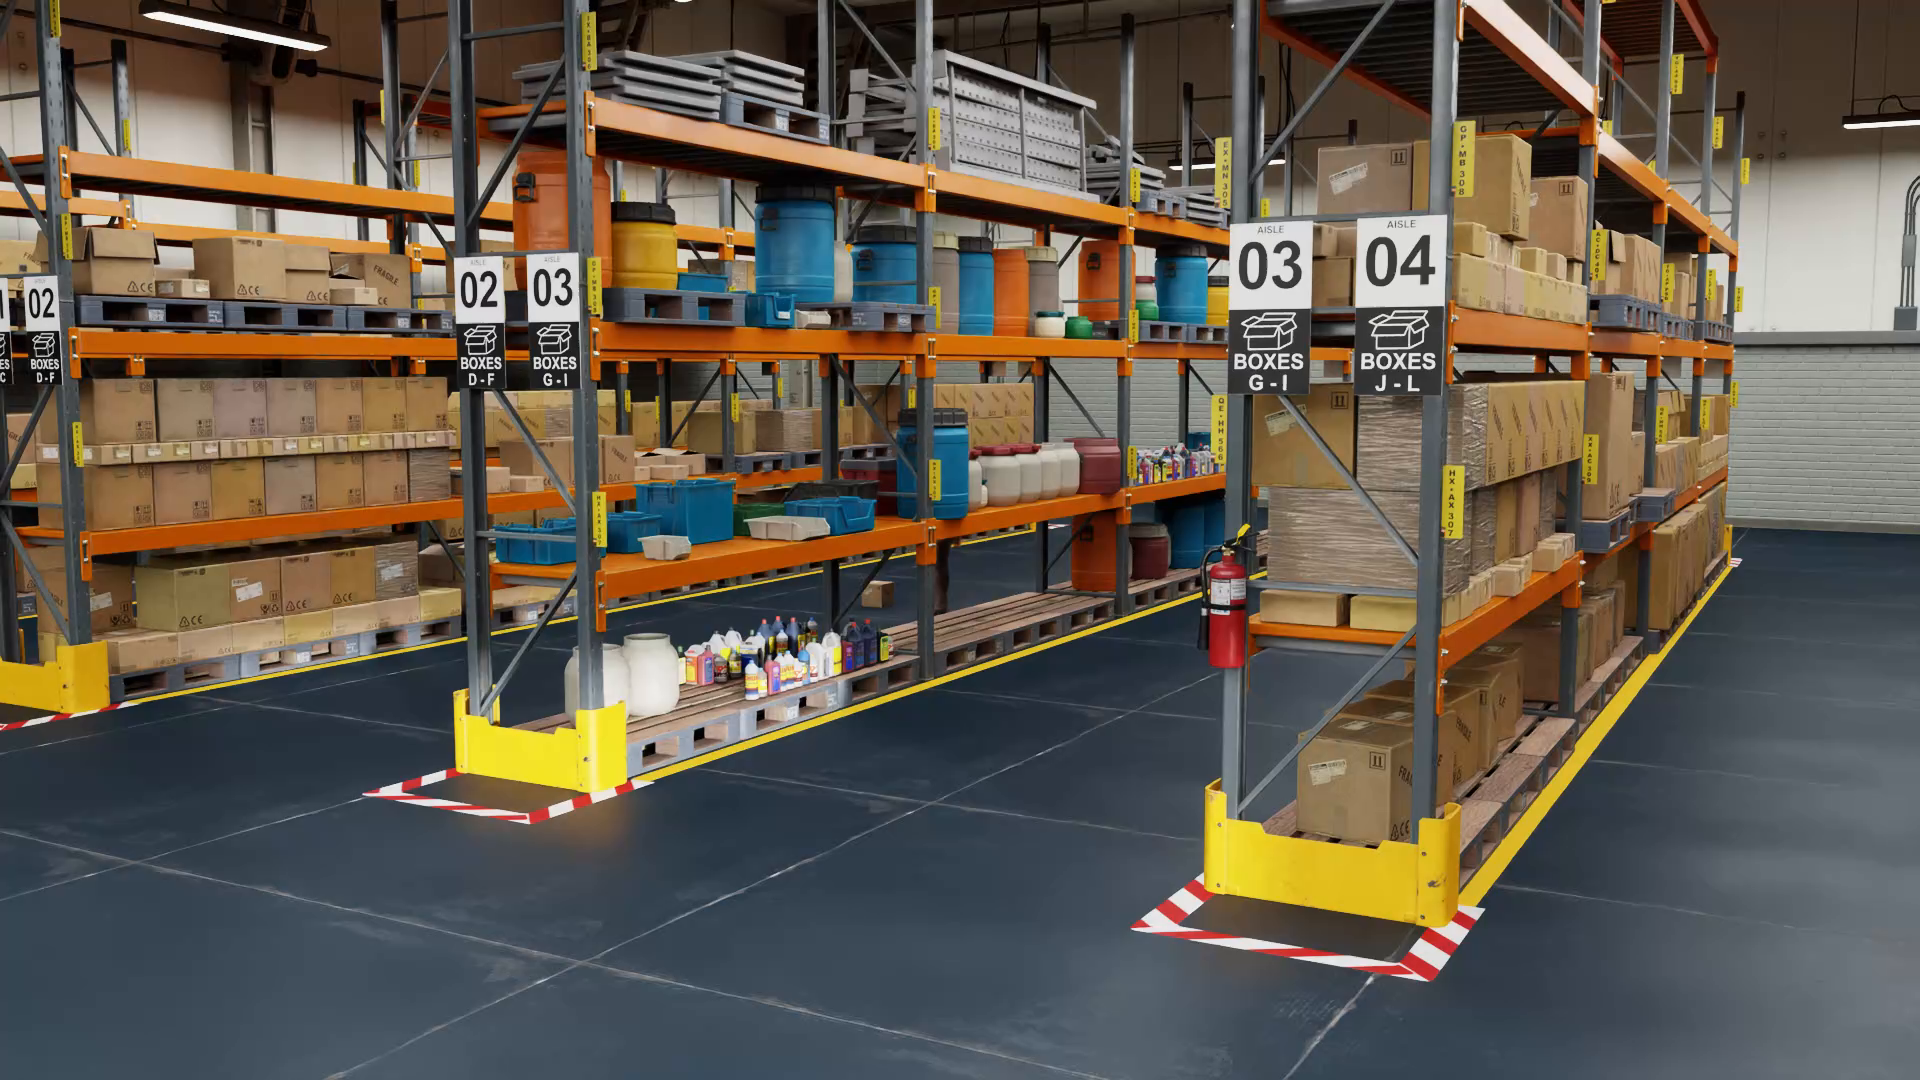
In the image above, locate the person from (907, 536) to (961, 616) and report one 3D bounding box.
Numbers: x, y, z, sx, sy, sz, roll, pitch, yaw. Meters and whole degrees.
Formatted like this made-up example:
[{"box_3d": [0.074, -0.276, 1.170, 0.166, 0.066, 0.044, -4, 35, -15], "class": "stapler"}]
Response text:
[{"box_3d": [-0.274, -0.086, 17.129, 0.654, 1.688, 0.801, -5, 8, -42], "class": "person"}]
